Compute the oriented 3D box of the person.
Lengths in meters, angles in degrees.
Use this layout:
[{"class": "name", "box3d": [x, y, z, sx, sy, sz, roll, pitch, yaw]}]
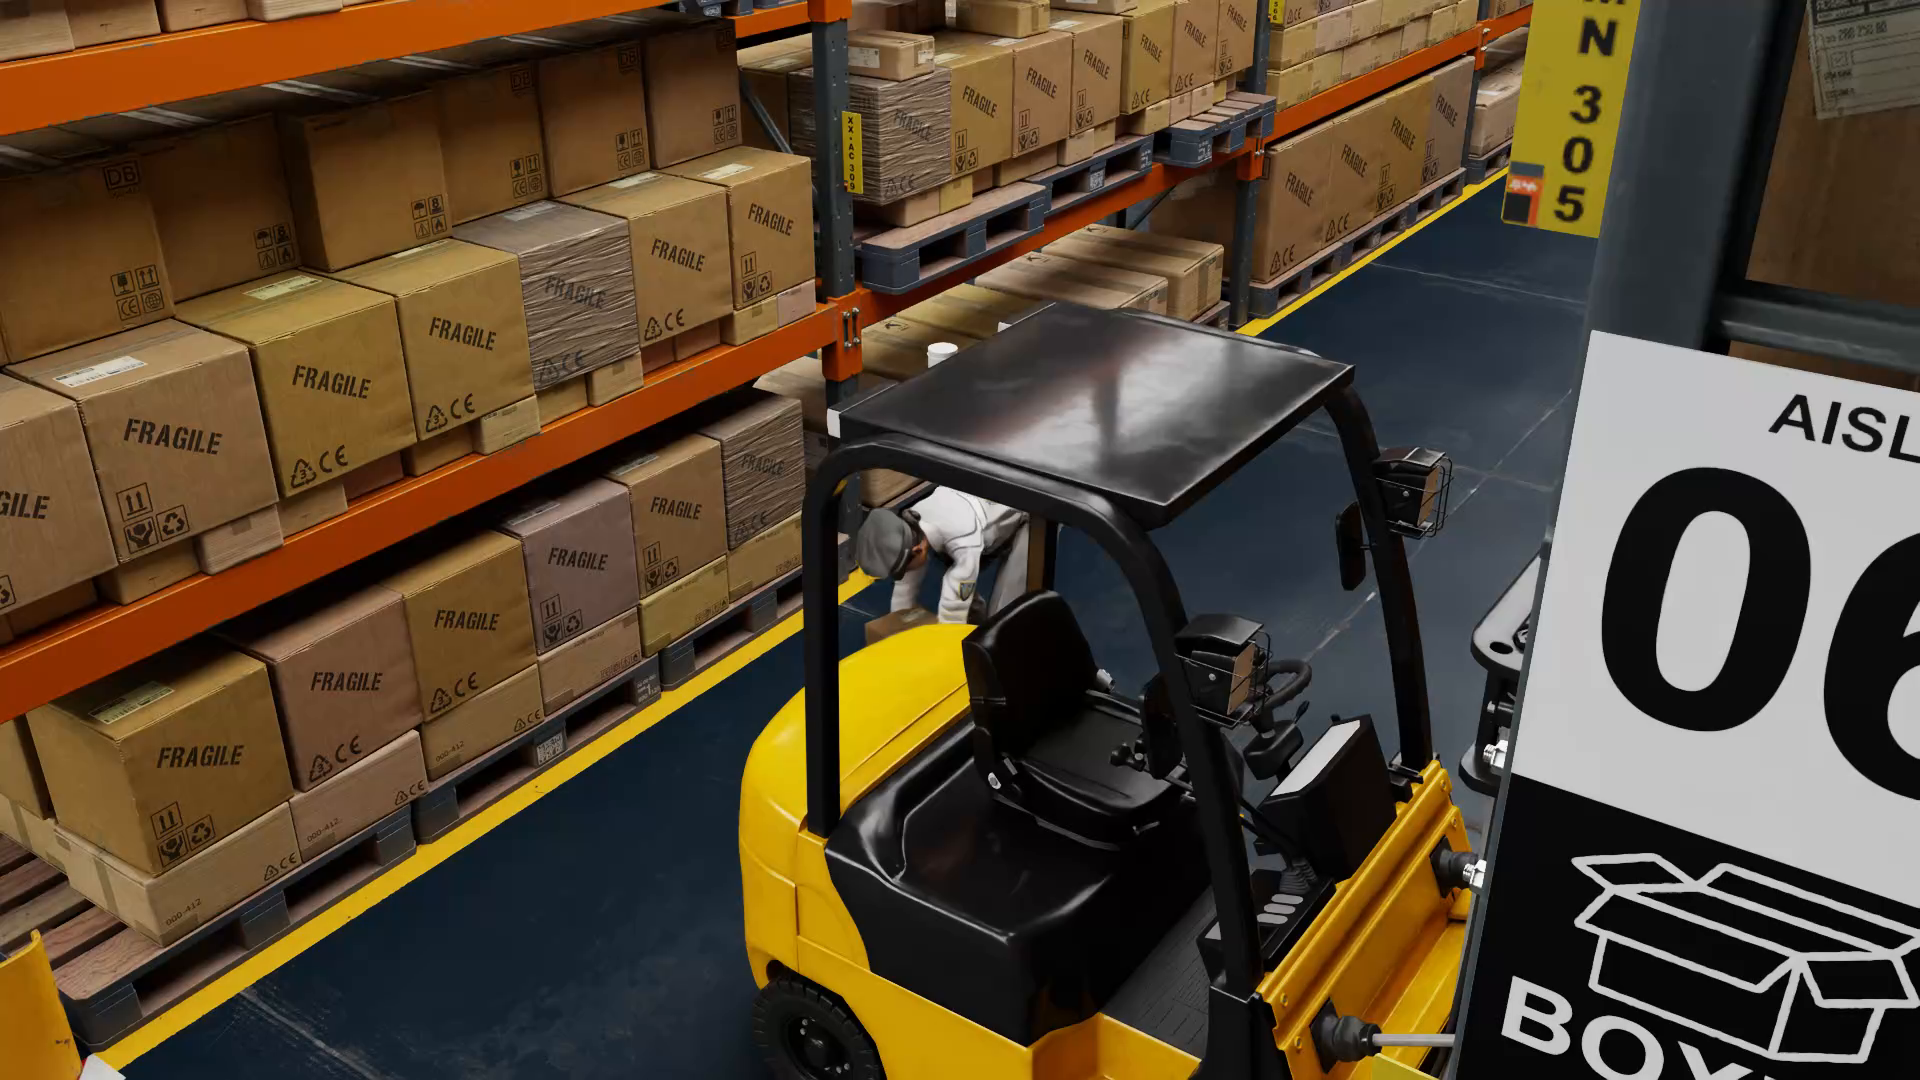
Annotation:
[{"class": "person", "box3d": [0.006, 0.222, 6.399, 0.919, 1.014, 0.426, -20, 33, -34]}]
